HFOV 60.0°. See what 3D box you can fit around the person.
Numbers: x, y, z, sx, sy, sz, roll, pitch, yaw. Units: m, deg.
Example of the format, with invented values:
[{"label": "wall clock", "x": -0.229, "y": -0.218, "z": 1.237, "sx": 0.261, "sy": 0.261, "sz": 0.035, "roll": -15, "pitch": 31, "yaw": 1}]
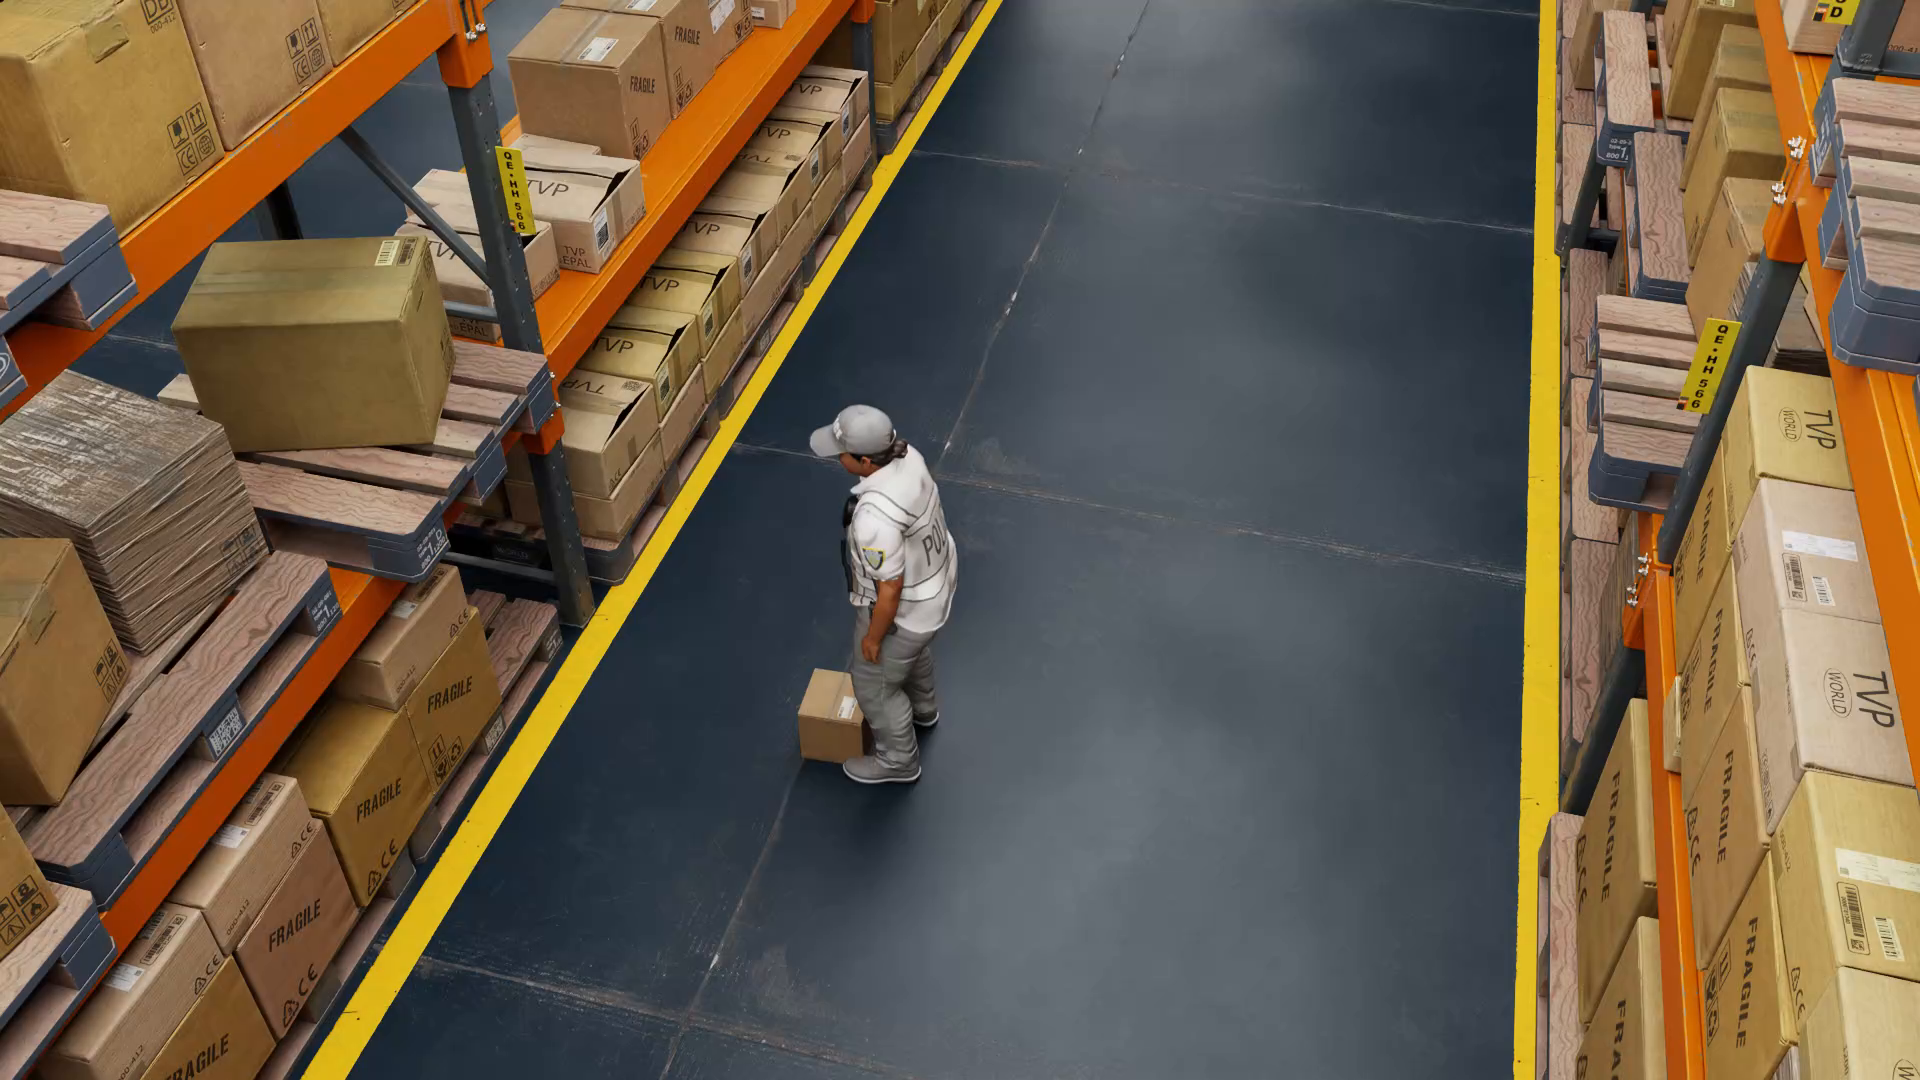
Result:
[{"label": "person", "x": -0.254, "y": 0.187, "z": 5.941, "sx": 0.469, "sy": 1.665, "sz": 0.560, "roll": 8, "pitch": 42, "yaw": 9}]
